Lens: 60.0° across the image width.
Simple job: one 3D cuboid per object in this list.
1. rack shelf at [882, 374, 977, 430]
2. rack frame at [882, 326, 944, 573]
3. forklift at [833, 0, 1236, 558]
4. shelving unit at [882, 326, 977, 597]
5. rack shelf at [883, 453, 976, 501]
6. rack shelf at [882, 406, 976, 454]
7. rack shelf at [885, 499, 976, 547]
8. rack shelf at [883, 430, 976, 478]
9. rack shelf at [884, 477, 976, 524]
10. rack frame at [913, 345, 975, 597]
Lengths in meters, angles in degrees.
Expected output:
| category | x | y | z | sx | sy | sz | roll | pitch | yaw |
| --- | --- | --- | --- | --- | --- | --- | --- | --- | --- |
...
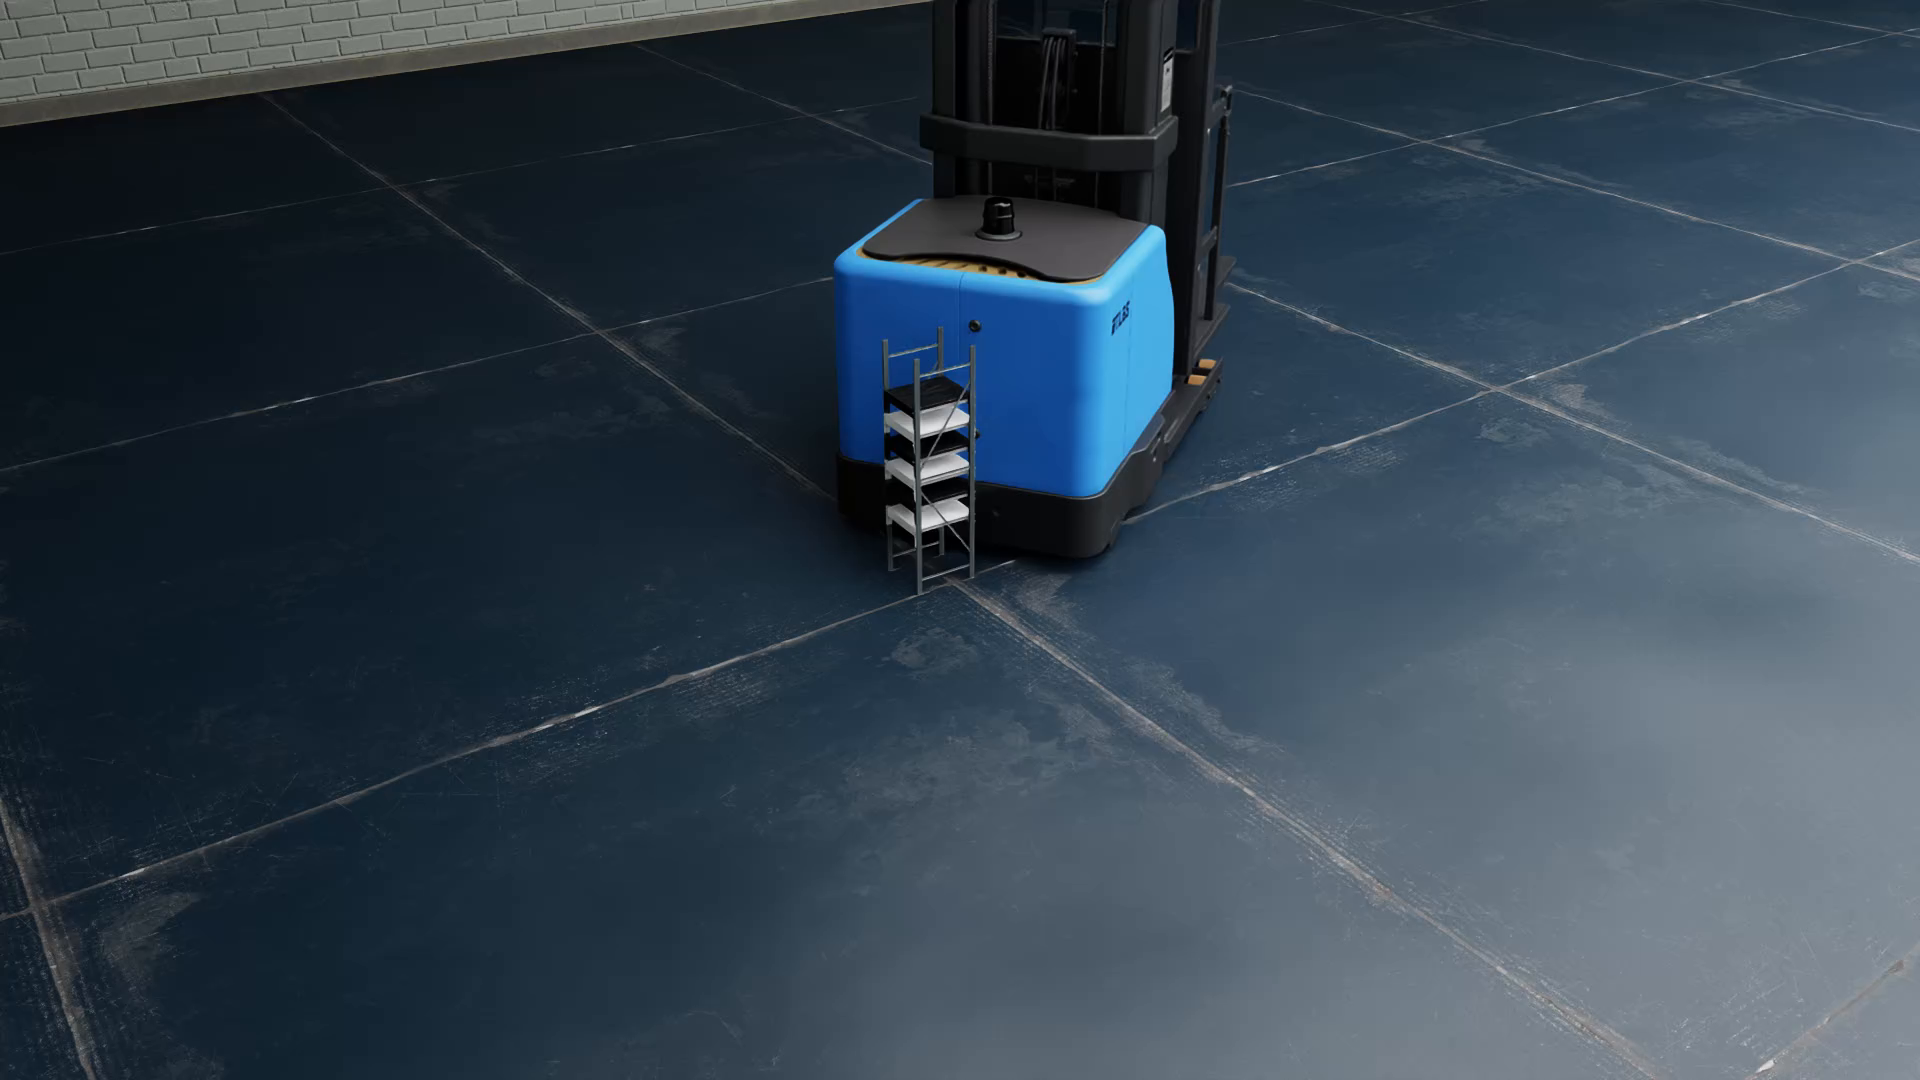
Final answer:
| category | x | y | z | sx | sy | sz | roll | pitch | yaw |
| --- | --- | --- | --- | --- | --- | --- | --- | --- | --- |
| rack shelf | -0.106 | -0.475 | 5.686 | 0.258 | 0.077 | 0.200 | -17 | 33 | -28 |
| rack frame | -0.160 | -0.308 | 5.874 | 0.240 | 0.900 | 0.006 | -17 | 33 | -28 |
| forklift | 0.537 | -1.908 | 6.692 | 1.130 | 2.935 | 3.031 | 10 | 30 | 18 |
| shelving unit | -0.106 | -0.267 | 5.799 | 0.258 | 0.900 | 0.210 | -17 | 33 | -28 |
| rack shelf | -0.106 | -0.238 | 5.814 | 0.258 | 0.077 | 0.200 | -17 | 33 | -28 |
| rack shelf | -0.106 | -0.396 | 5.729 | 0.258 | 0.077 | 0.200 | -17 | 33 | -28 |
| rack shelf | -0.106 | -0.079 | 5.900 | 0.258 | 0.077 | 0.200 | -17 | 33 | -28 |
| rack shelf | -0.106 | -0.317 | 5.771 | 0.258 | 0.077 | 0.200 | -17 | 33 | -28 |
| rack shelf | -0.106 | -0.159 | 5.857 | 0.258 | 0.077 | 0.200 | -17 | 33 | -28 |
| rack frame | -0.051 | -0.226 | 5.723 | 0.240 | 0.900 | 0.006 | -17 | 33 | -28 |
